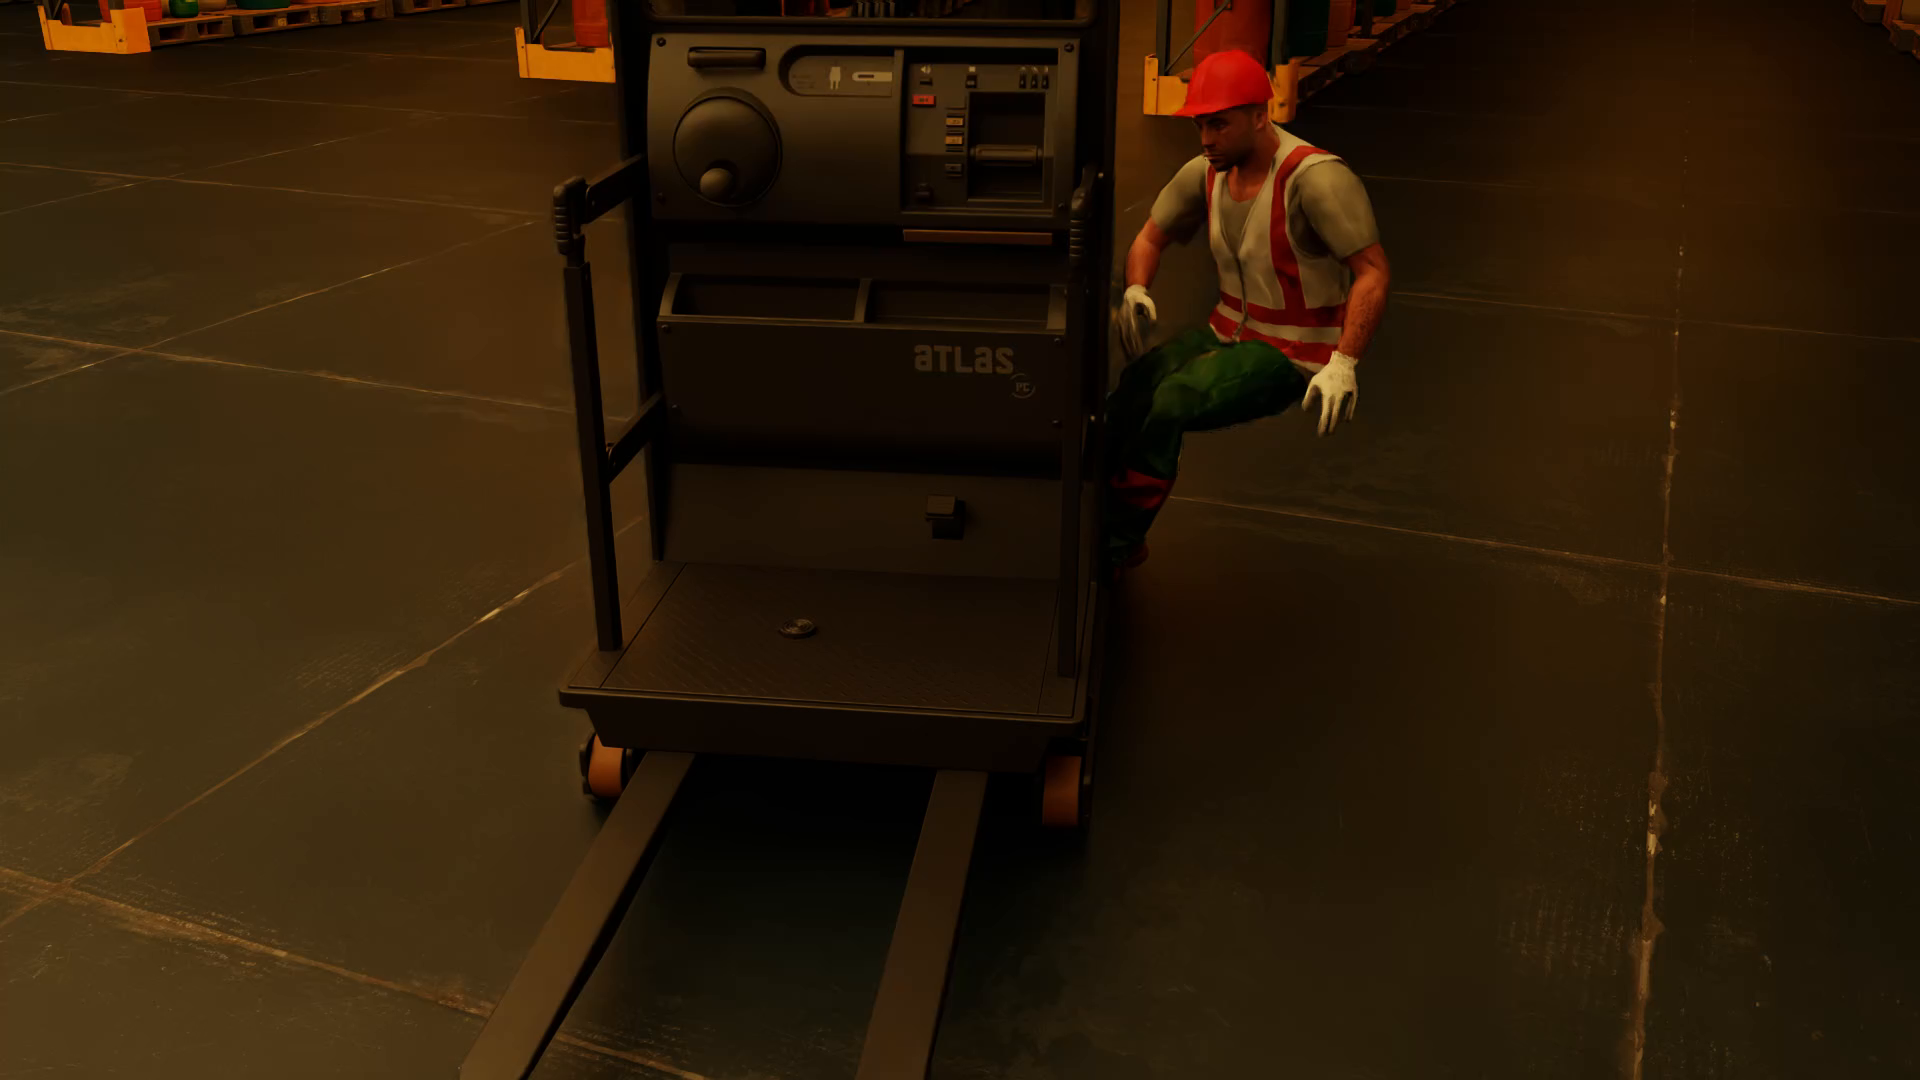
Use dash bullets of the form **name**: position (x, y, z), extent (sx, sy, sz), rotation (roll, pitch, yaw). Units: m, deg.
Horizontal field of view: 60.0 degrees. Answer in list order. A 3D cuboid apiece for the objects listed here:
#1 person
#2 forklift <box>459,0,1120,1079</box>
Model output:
- **person**: position (0.608, -0.487, 4.402), extent (0.935, 1.547, 0.800), rotation (-16, 27, -33)
- **forklift**: position (-0.236, -0.867, 3.368), extent (1.130, 2.935, 3.031), rotation (3, 23, 7)
